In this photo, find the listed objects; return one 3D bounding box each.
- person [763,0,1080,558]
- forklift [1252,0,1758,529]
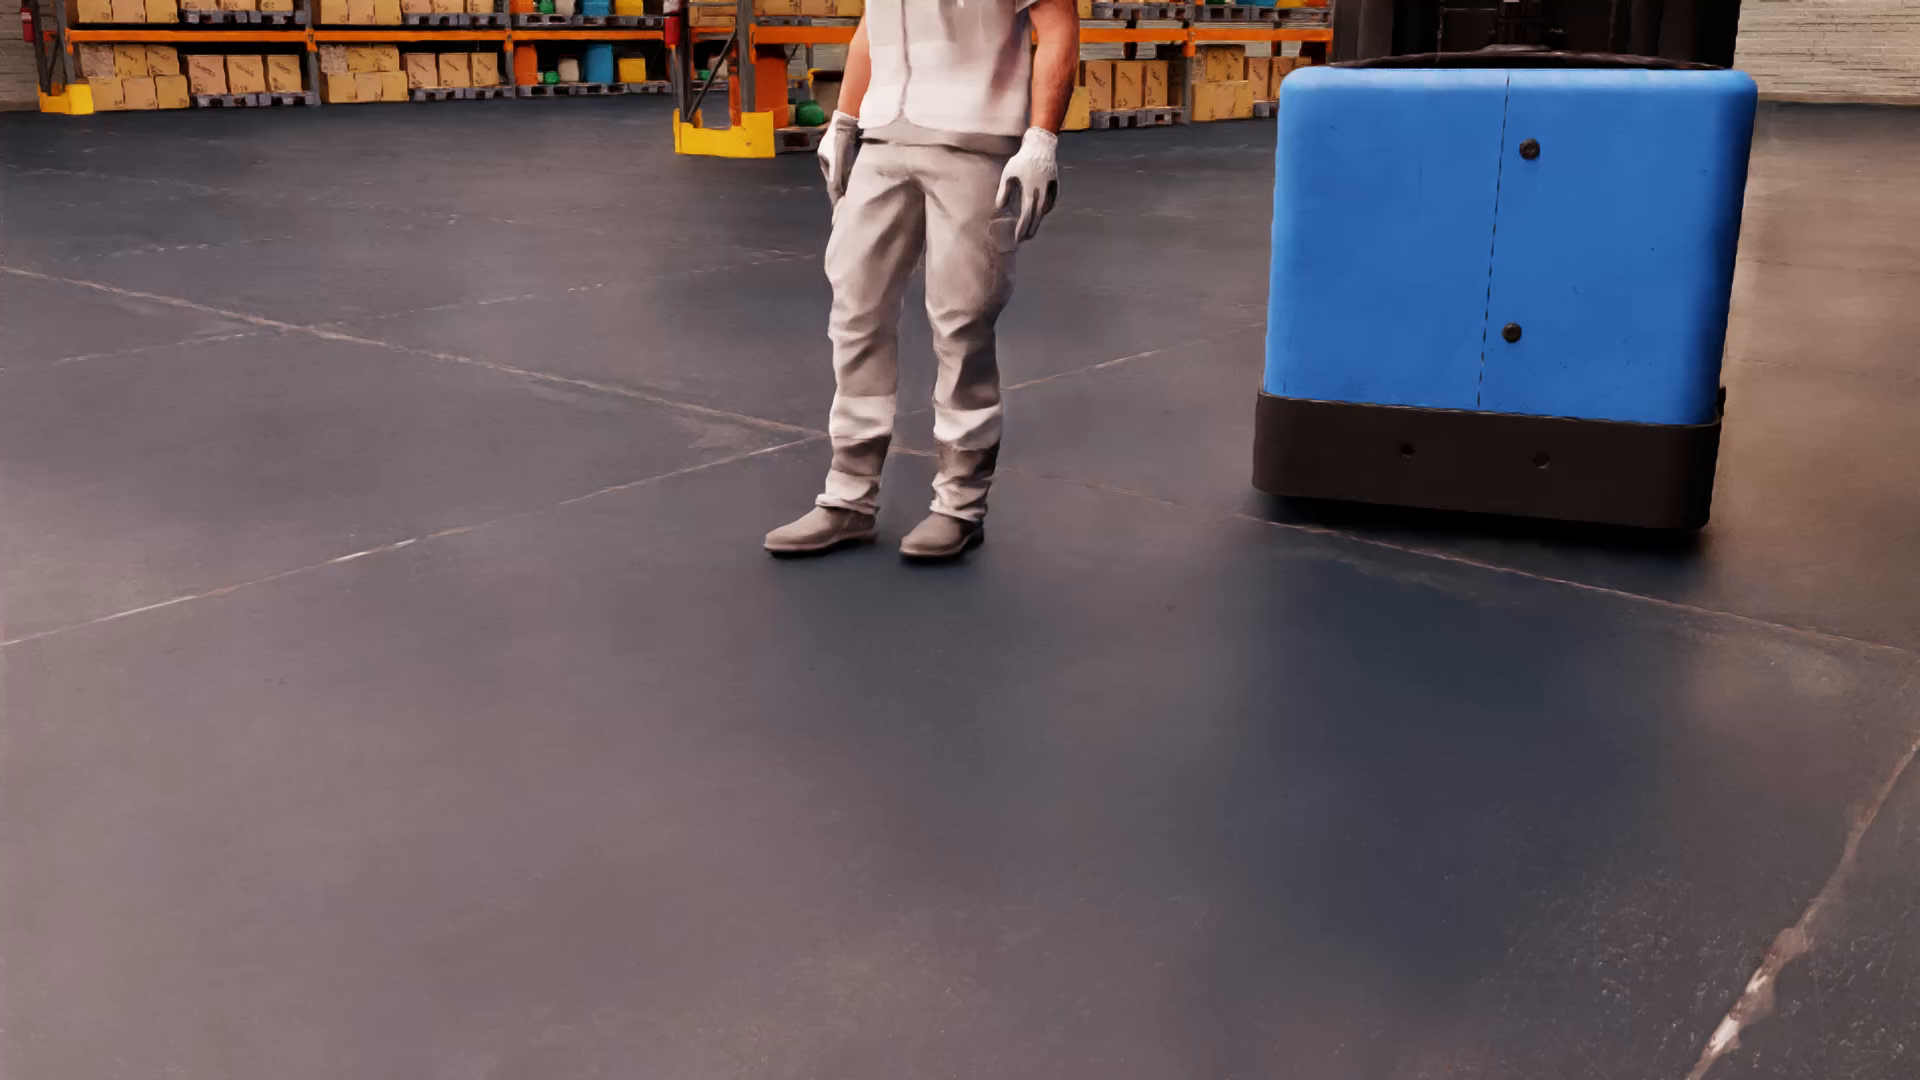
[{"bbox_3d":[-0.082,-0.826,3.590,0.678,1.791,0.531,12,21,35],"label":"person"},{"bbox_3d":[1.701,-1.814,4.871,1.130,2.935,3.031,6,18,19],"label":"forklift"}]
